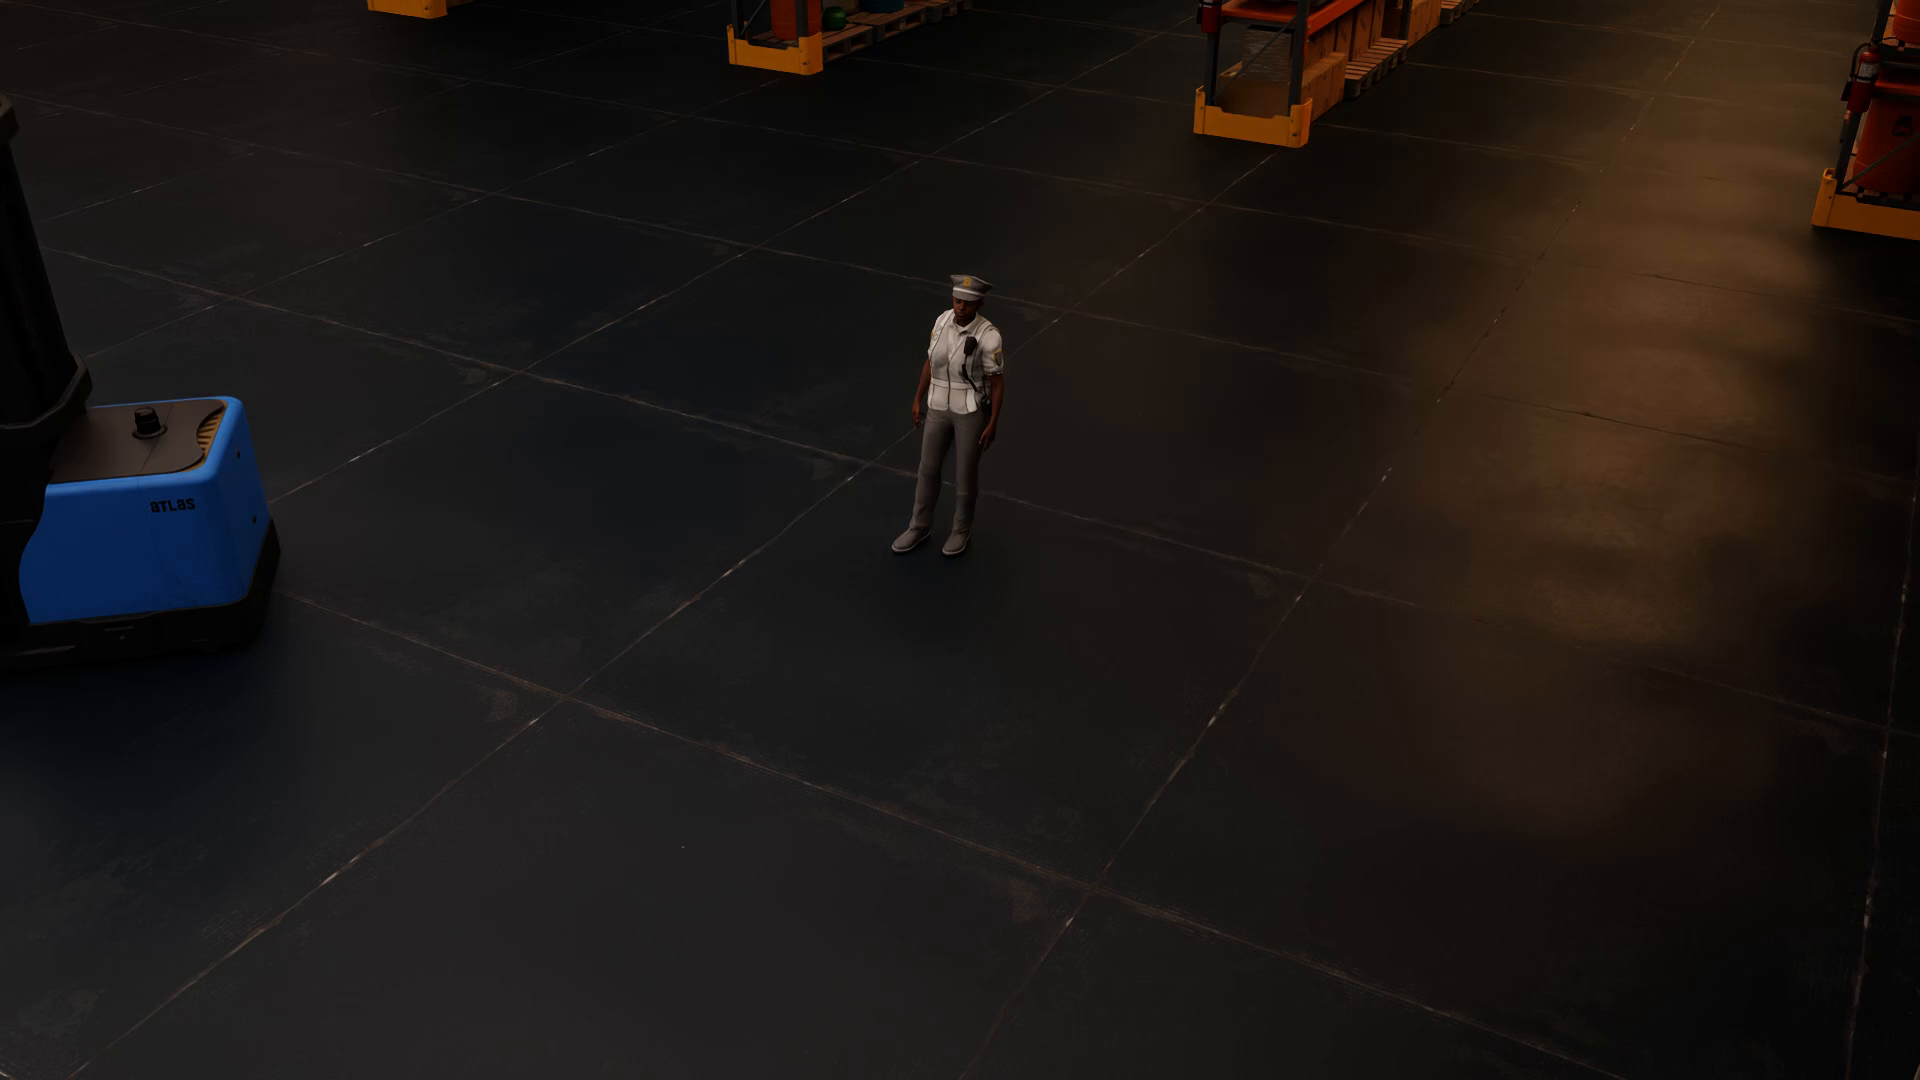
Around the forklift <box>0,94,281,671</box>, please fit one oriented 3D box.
[{"bbox_3d":[-5.370,-0.769,8.403,3.031,2.935,1.130,-6,31,-10],"label":"forklift"}]

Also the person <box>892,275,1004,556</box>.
[{"bbox_3d":[-0.054,-0.711,9.528,0.569,1.692,0.530,15,33,25],"label":"person"}]
